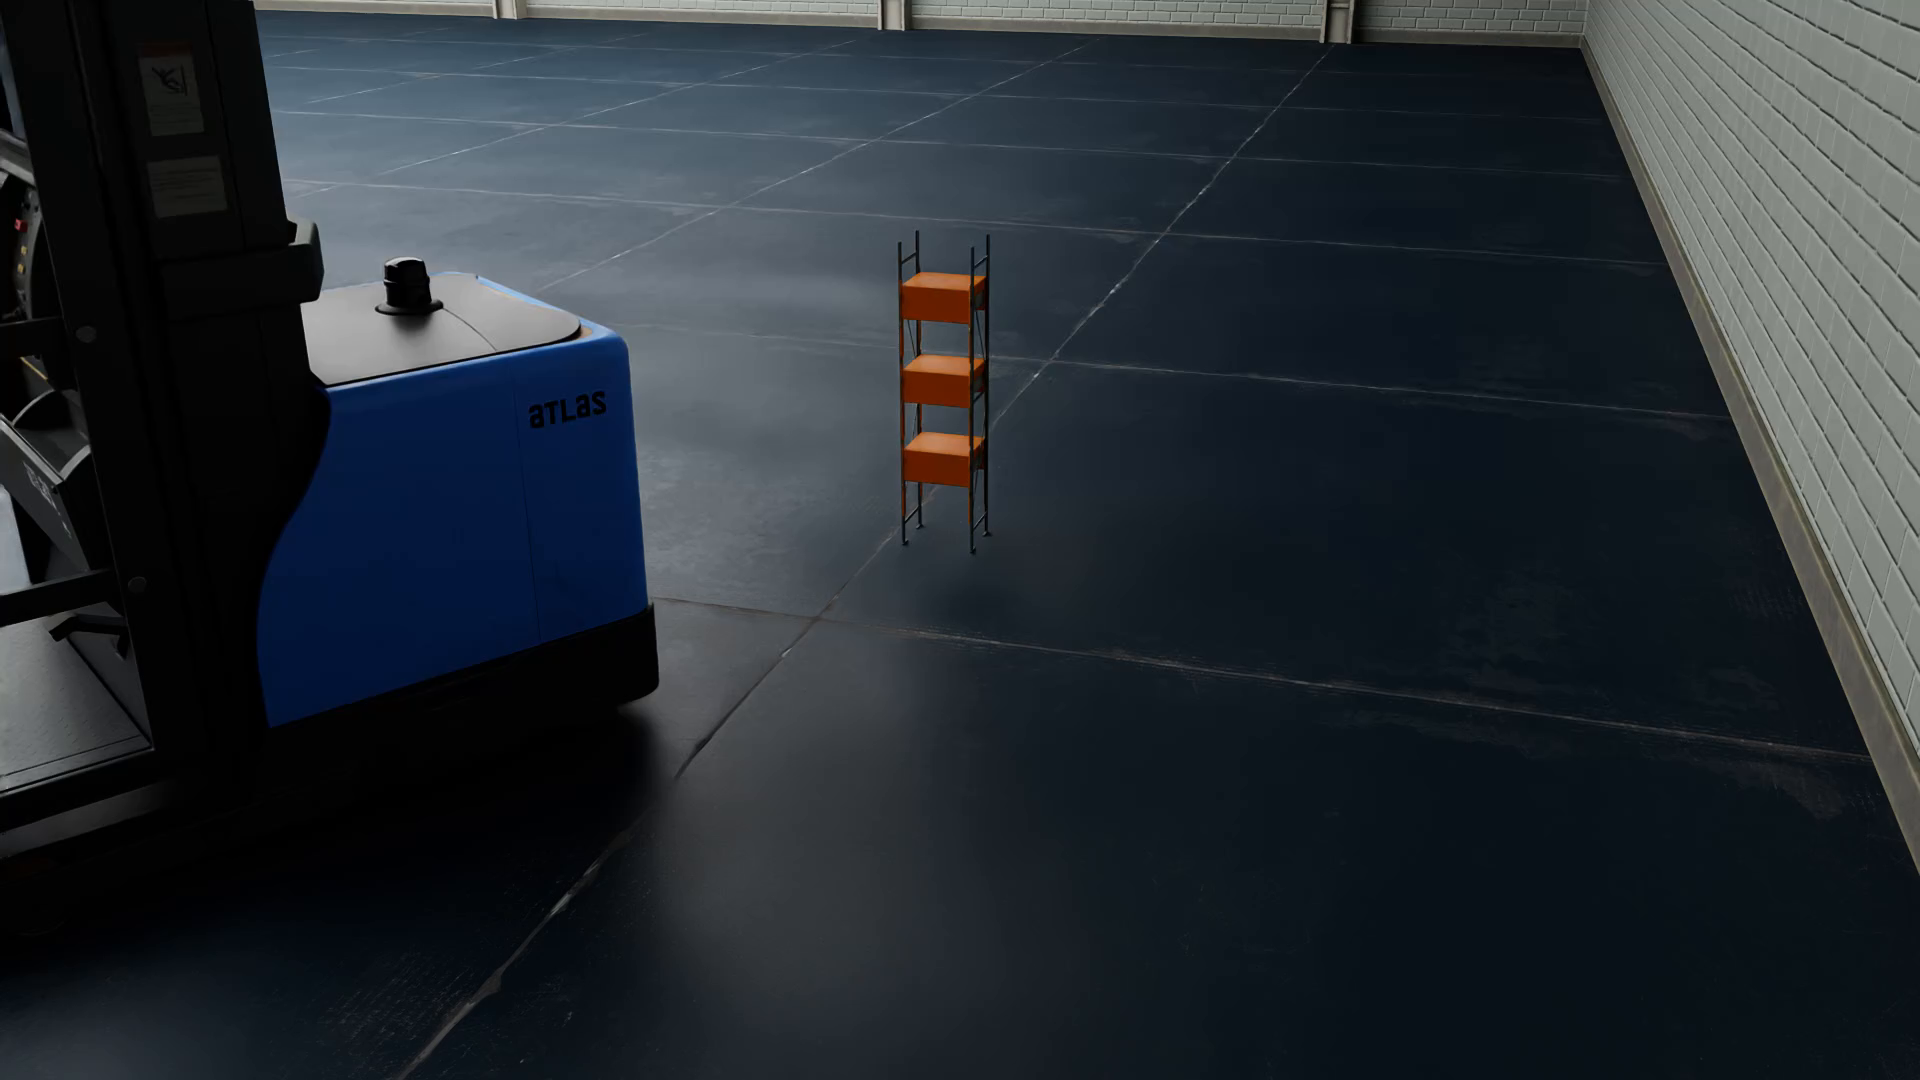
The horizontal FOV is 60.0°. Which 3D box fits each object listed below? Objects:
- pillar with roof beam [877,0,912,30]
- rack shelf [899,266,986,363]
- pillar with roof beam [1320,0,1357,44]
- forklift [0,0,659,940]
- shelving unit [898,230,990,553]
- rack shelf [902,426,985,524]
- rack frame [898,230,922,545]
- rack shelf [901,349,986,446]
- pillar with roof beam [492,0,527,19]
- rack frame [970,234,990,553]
[{"bbox_3d":[-2.144,-9.666,17.477,0.400,9.000,9.100,7,23,16],"label":"pillar with roof beam"},{"bbox_3d":[-0.051,-0.744,5.481,0.240,0.259,0.215,7,23,15],"label":"rack shelf"},{"bbox_3d":[3.600,-9.008,15.873,0.400,9.000,9.100,7,23,16],"label":"pillar with roof beam"},{"bbox_3d":[-2.286,-0.665,3.530,3.031,2.935,1.130,-18,28,-37],"label":"forklift"},{"bbox_3d":[-0.051,-0.492,5.585,0.252,1.050,0.215,7,23,15],"label":"shelving unit"},{"bbox_3d":[-0.051,-0.225,5.695,0.240,0.259,0.215,7,23,15],"label":"rack shelf"},{"bbox_3d":[-0.168,-0.505,5.618,0.008,1.050,0.200,7,23,15],"label":"rack frame"},{"bbox_3d":[-0.051,-0.482,5.589,0.240,0.259,0.215,7,23,15],"label":"rack shelf"},{"bbox_3d":[-7.888,-10.324,19.080,0.400,9.000,9.100,7,23,16],"label":"pillar with roof beam"},{"bbox_3d":[0.066,-0.478,5.552,0.008,1.050,0.200,7,23,15],"label":"rack frame"}]
